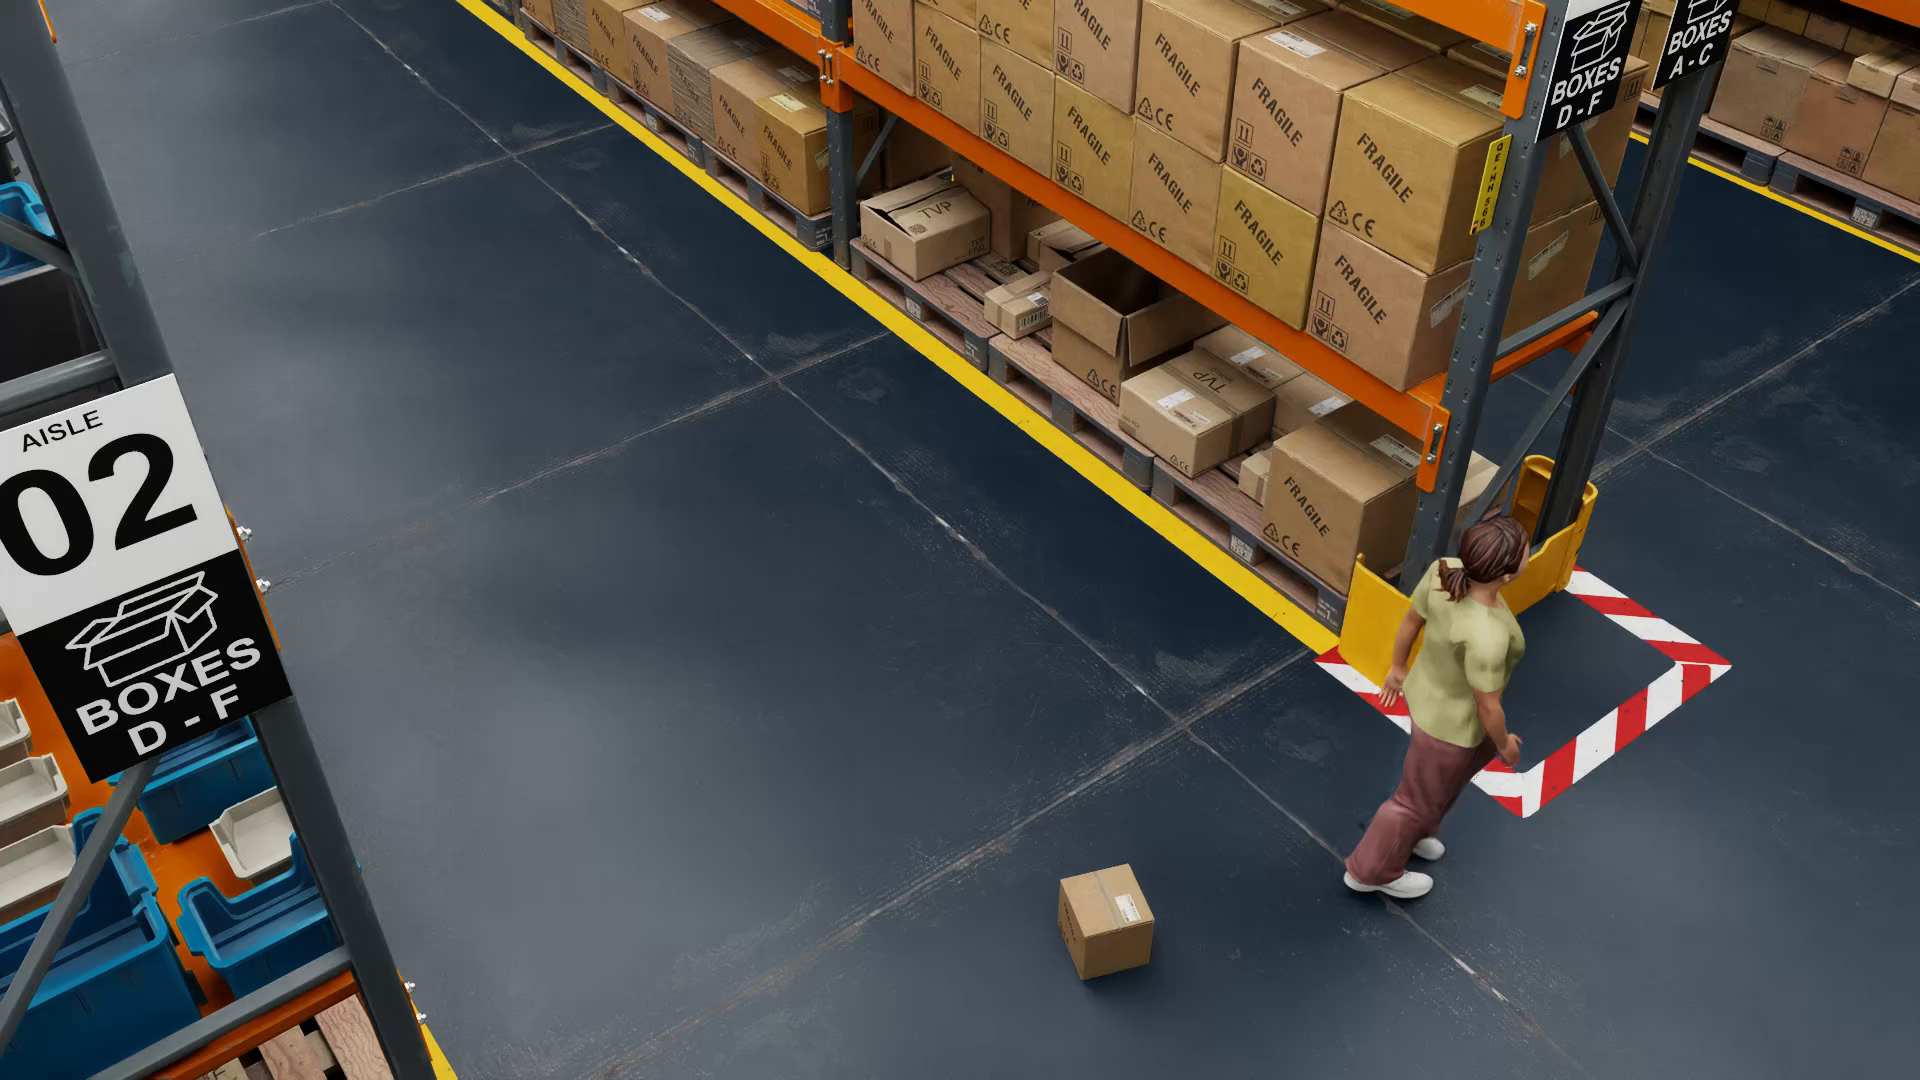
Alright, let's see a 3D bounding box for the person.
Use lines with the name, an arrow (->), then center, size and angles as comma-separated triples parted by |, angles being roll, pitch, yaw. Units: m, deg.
person -> 1.619, 0.582, 5.464 | 0.502, 1.689, 0.454 | -2, 40, -2
